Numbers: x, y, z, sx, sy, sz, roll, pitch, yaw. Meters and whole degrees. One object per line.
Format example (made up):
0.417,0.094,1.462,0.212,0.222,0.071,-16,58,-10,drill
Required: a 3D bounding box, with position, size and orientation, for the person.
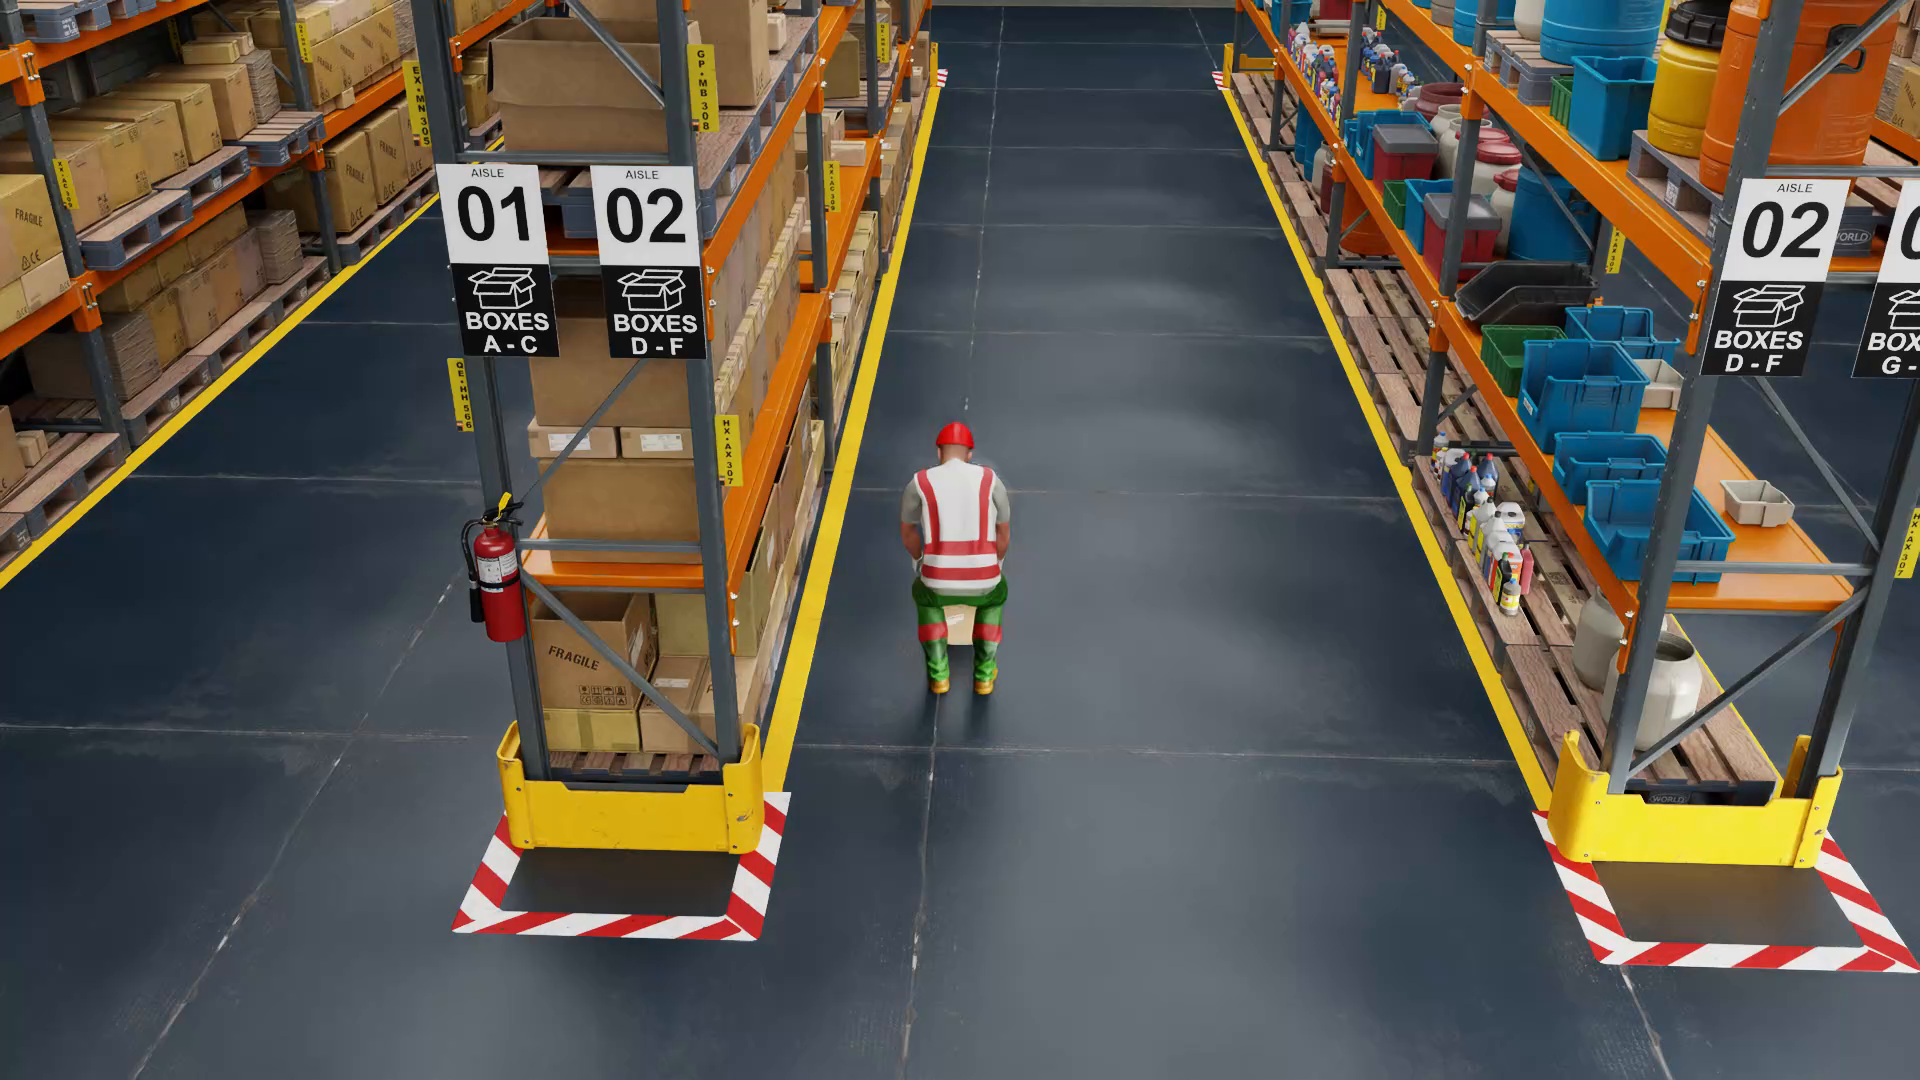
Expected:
-0.031,0.121,8.804,0.584,1.381,0.782,1,28,2,person
